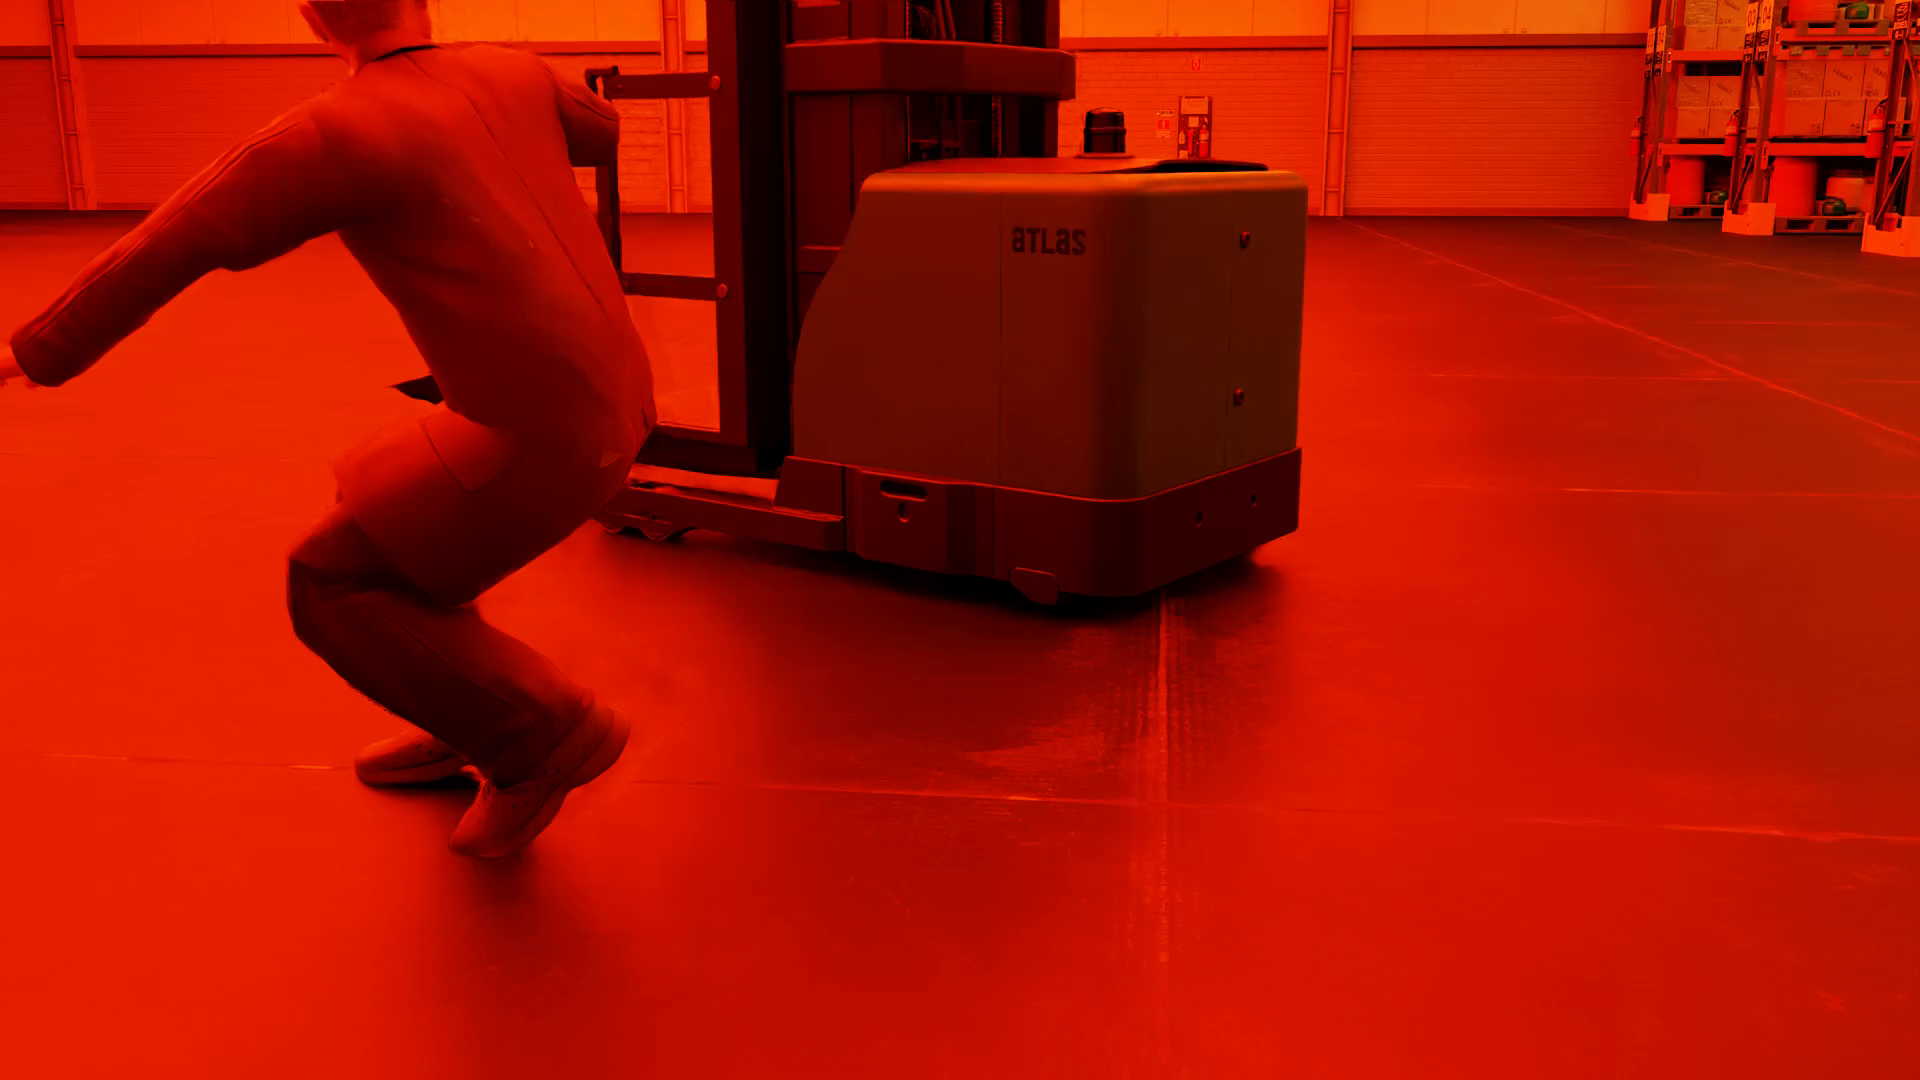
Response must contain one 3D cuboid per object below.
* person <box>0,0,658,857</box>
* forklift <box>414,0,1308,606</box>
[{"bbox_3d":[-0.995,-0.248,2.788,0.992,1.506,0.844,2,13,9],"label":"person"},{"bbox_3d":[-0.516,-1.509,4.961,3.031,2.935,1.130,10,16,35],"label":"forklift"}]
